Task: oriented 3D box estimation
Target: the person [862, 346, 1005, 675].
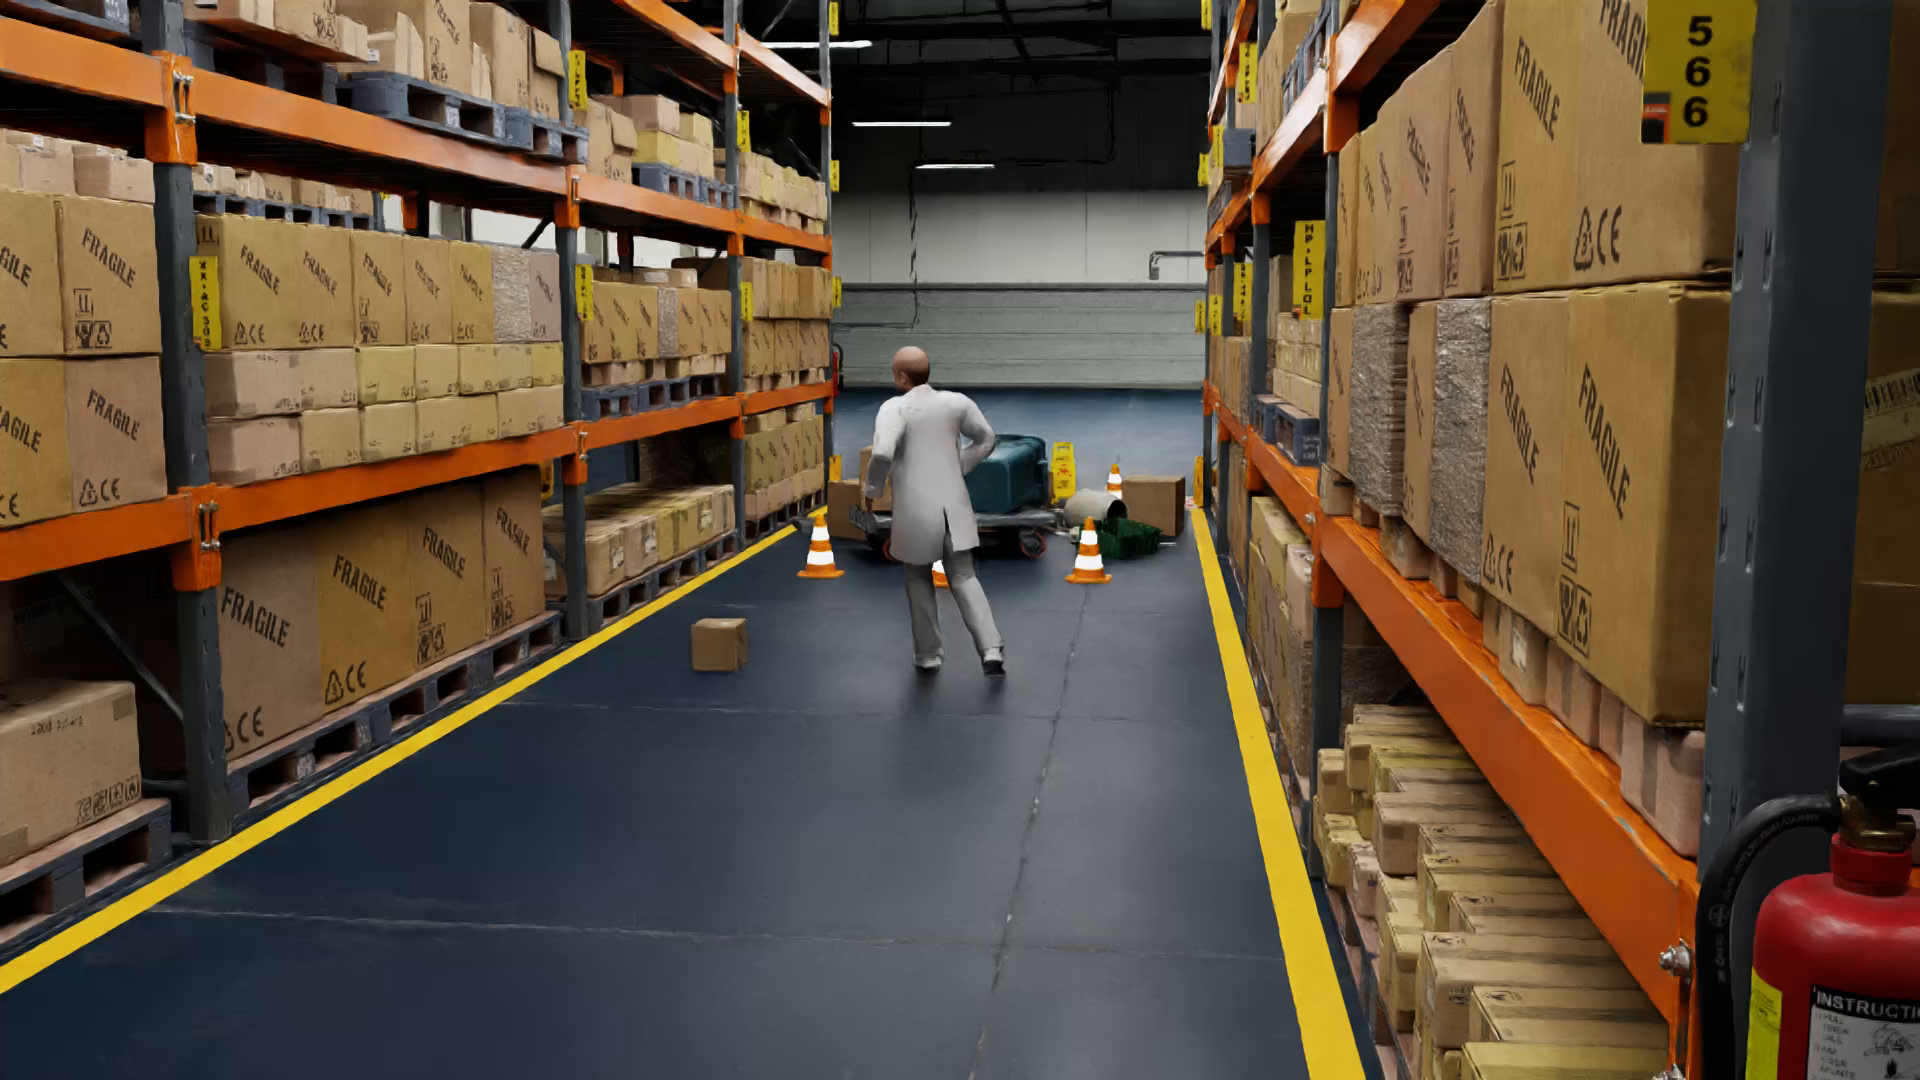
[{"bbox_3d":[-0.179,-0.133,8.792,0.769,1.763,0.894,-3,8,-25],"label":"person"}]
